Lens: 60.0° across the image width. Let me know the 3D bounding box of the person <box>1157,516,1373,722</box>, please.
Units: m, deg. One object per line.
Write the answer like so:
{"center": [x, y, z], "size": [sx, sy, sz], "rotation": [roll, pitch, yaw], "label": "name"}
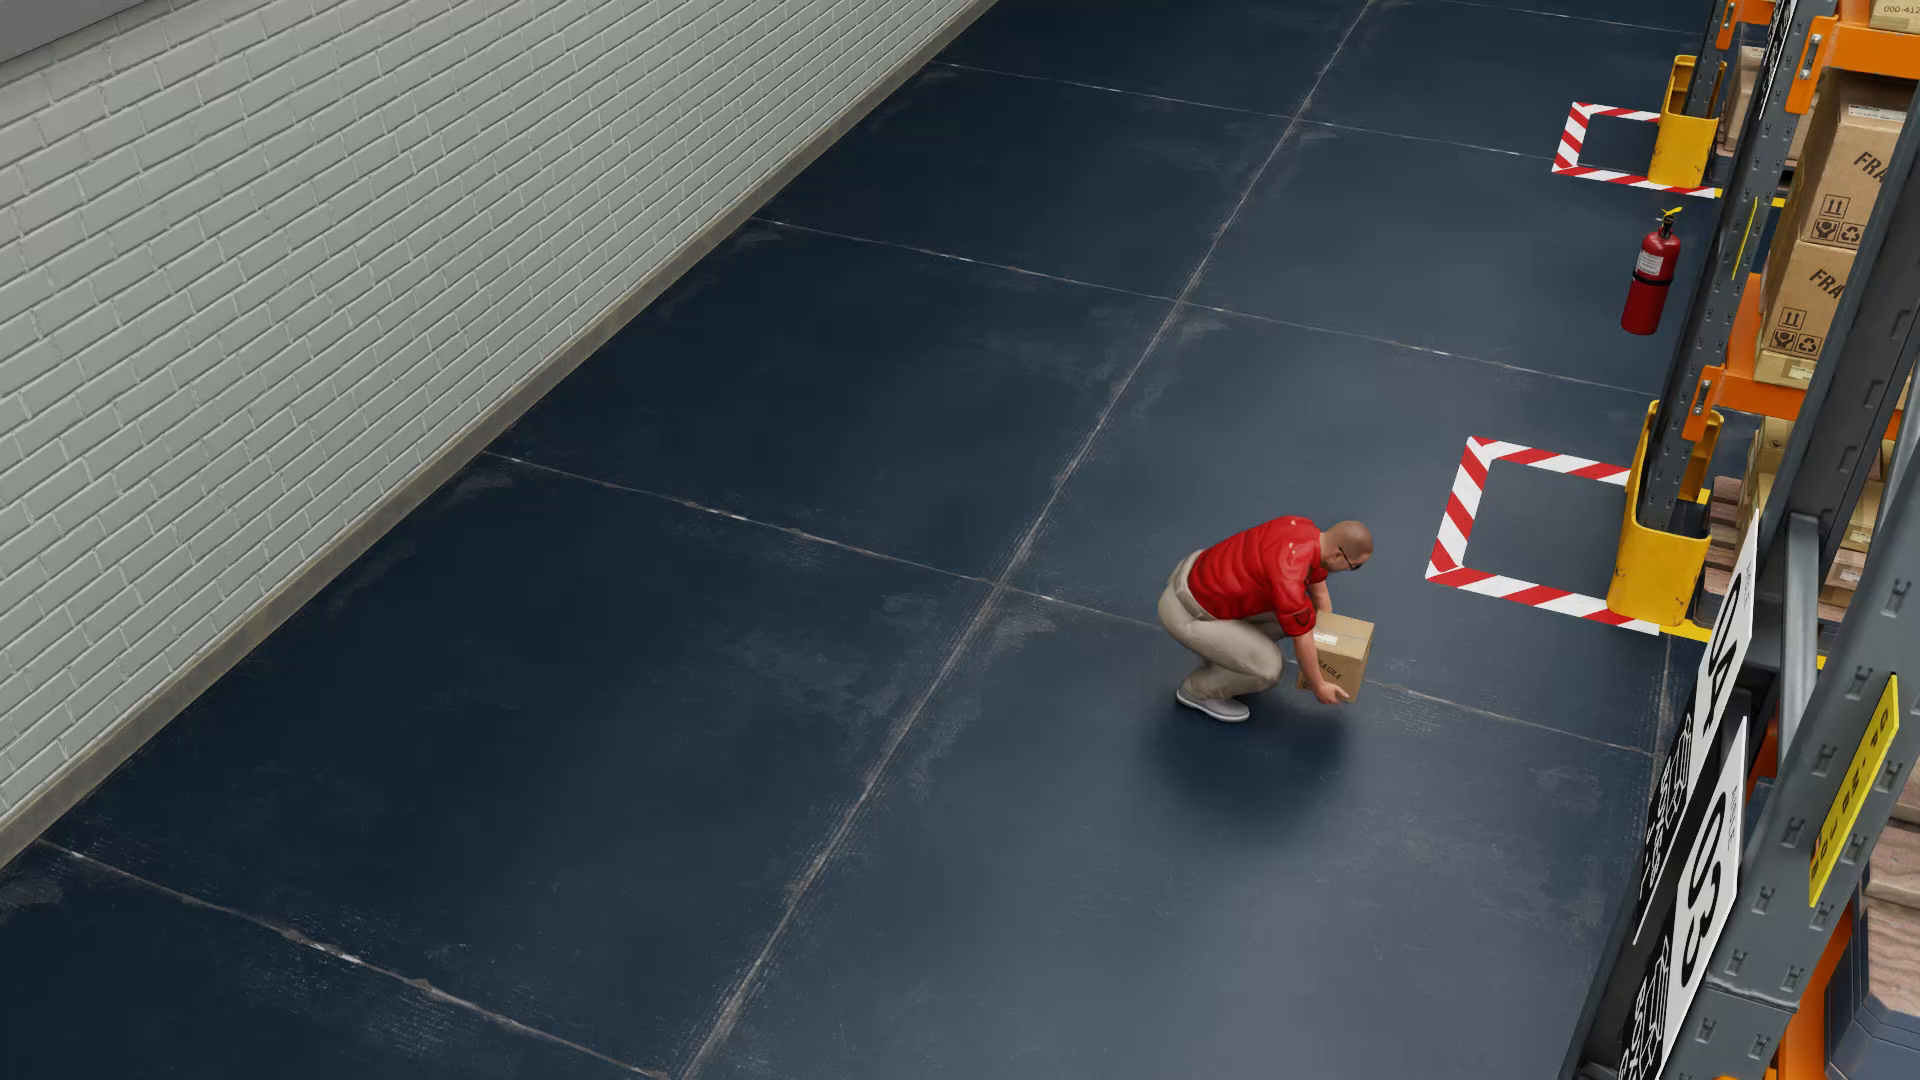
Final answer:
{"center": [1.289, 0.291, 7.069], "size": [0.866, 0.996, 0.537], "rotation": [13, 39, 17], "label": "person"}
